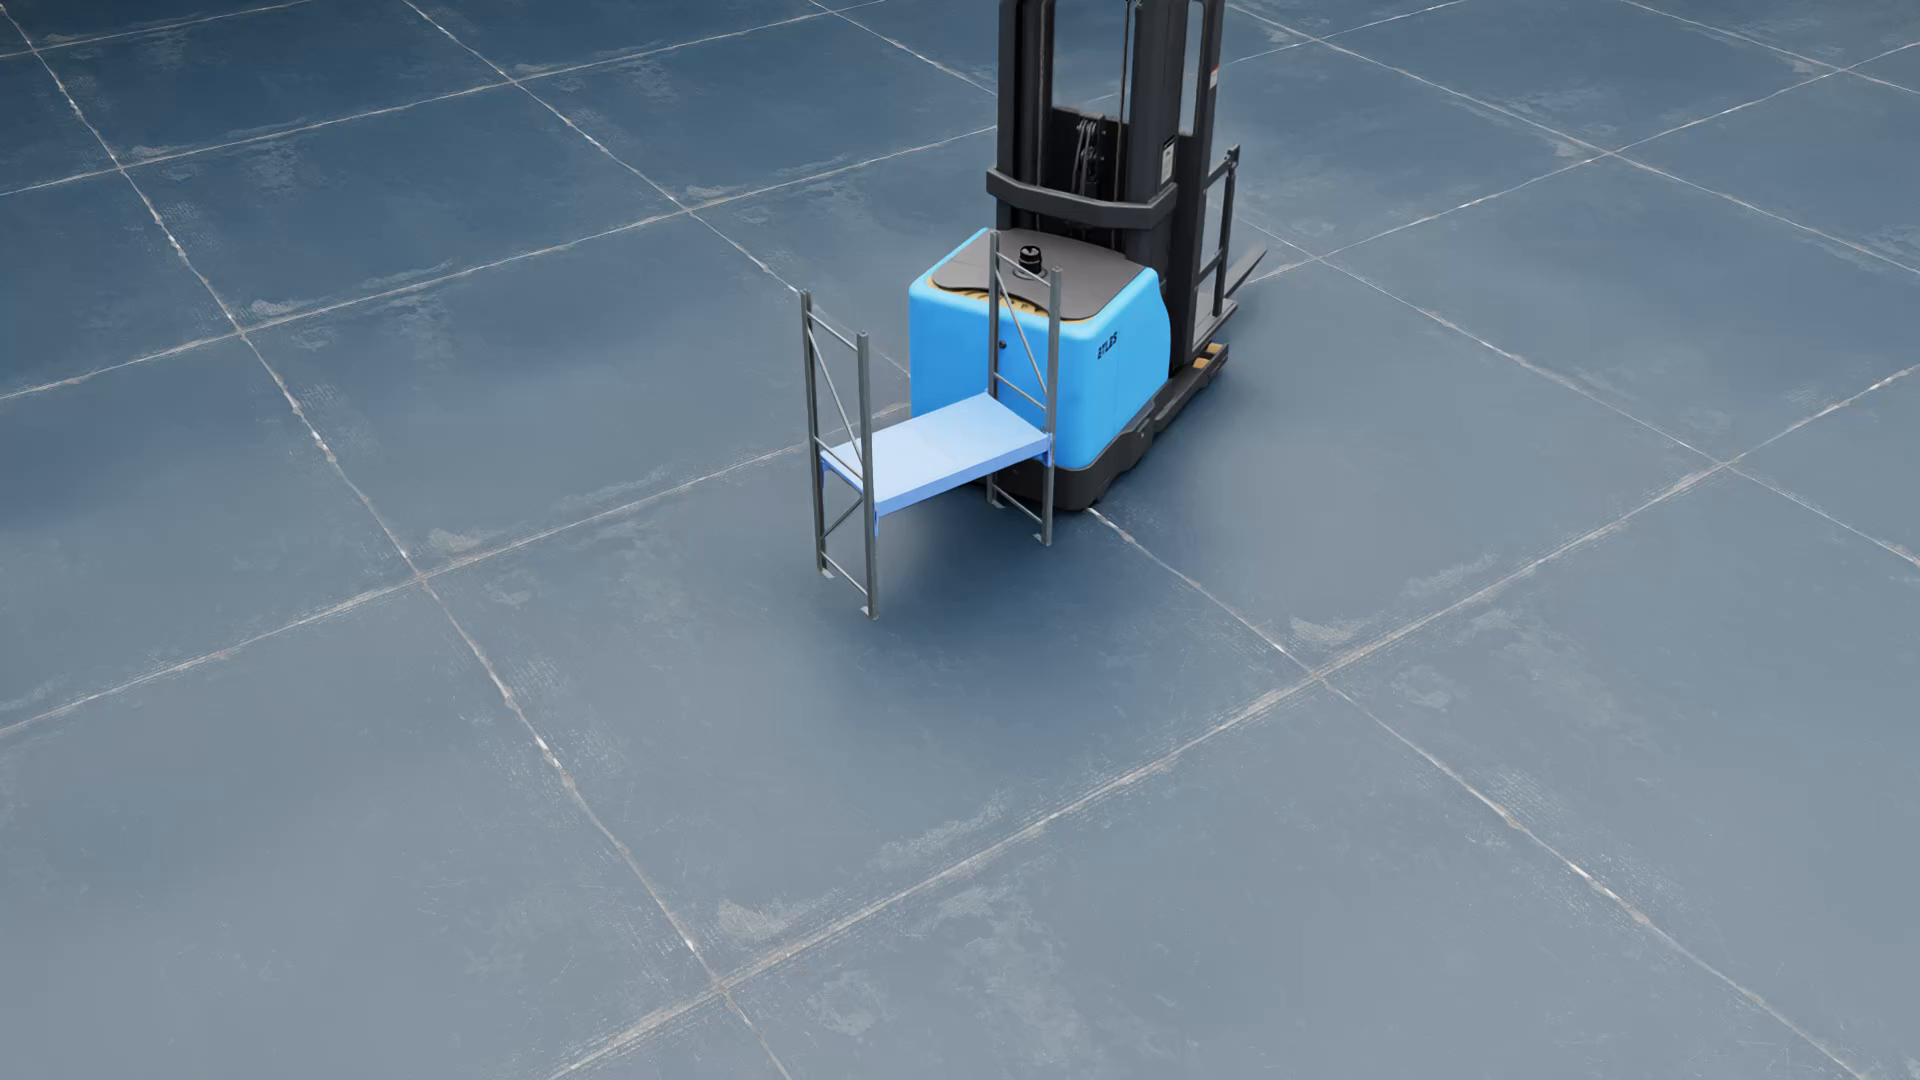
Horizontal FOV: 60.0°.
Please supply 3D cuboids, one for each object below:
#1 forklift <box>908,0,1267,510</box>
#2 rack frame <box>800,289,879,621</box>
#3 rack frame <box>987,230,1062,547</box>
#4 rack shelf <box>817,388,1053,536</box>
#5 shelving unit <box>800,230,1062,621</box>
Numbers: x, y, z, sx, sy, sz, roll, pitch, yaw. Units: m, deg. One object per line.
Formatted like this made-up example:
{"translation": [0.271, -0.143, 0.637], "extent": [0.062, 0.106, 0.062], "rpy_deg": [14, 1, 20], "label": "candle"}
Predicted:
{"translation": [0.894, -2.178, 8.768], "extent": [1.130, 2.935, 3.031], "rpy_deg": [18, 40, 24], "label": "forklift"}
{"translation": [-0.535, -0.354, 7.458], "extent": [0.032, 1.500, 0.500], "rpy_deg": [-22, 41, -28], "label": "rack frame"}
{"translation": [0.294, -0.698, 7.935], "extent": [0.032, 1.500, 0.500], "rpy_deg": [-22, 41, -28], "label": "rack frame"}
{"translation": [-0.120, -0.380, 7.802], "extent": [1.000, 0.185, 0.538], "rpy_deg": [-22, 41, -28], "label": "rack shelf"}
{"translation": [-0.120, -0.526, 7.697], "extent": [1.048, 1.500, 0.538], "rpy_deg": [-22, 41, -28], "label": "shelving unit"}
